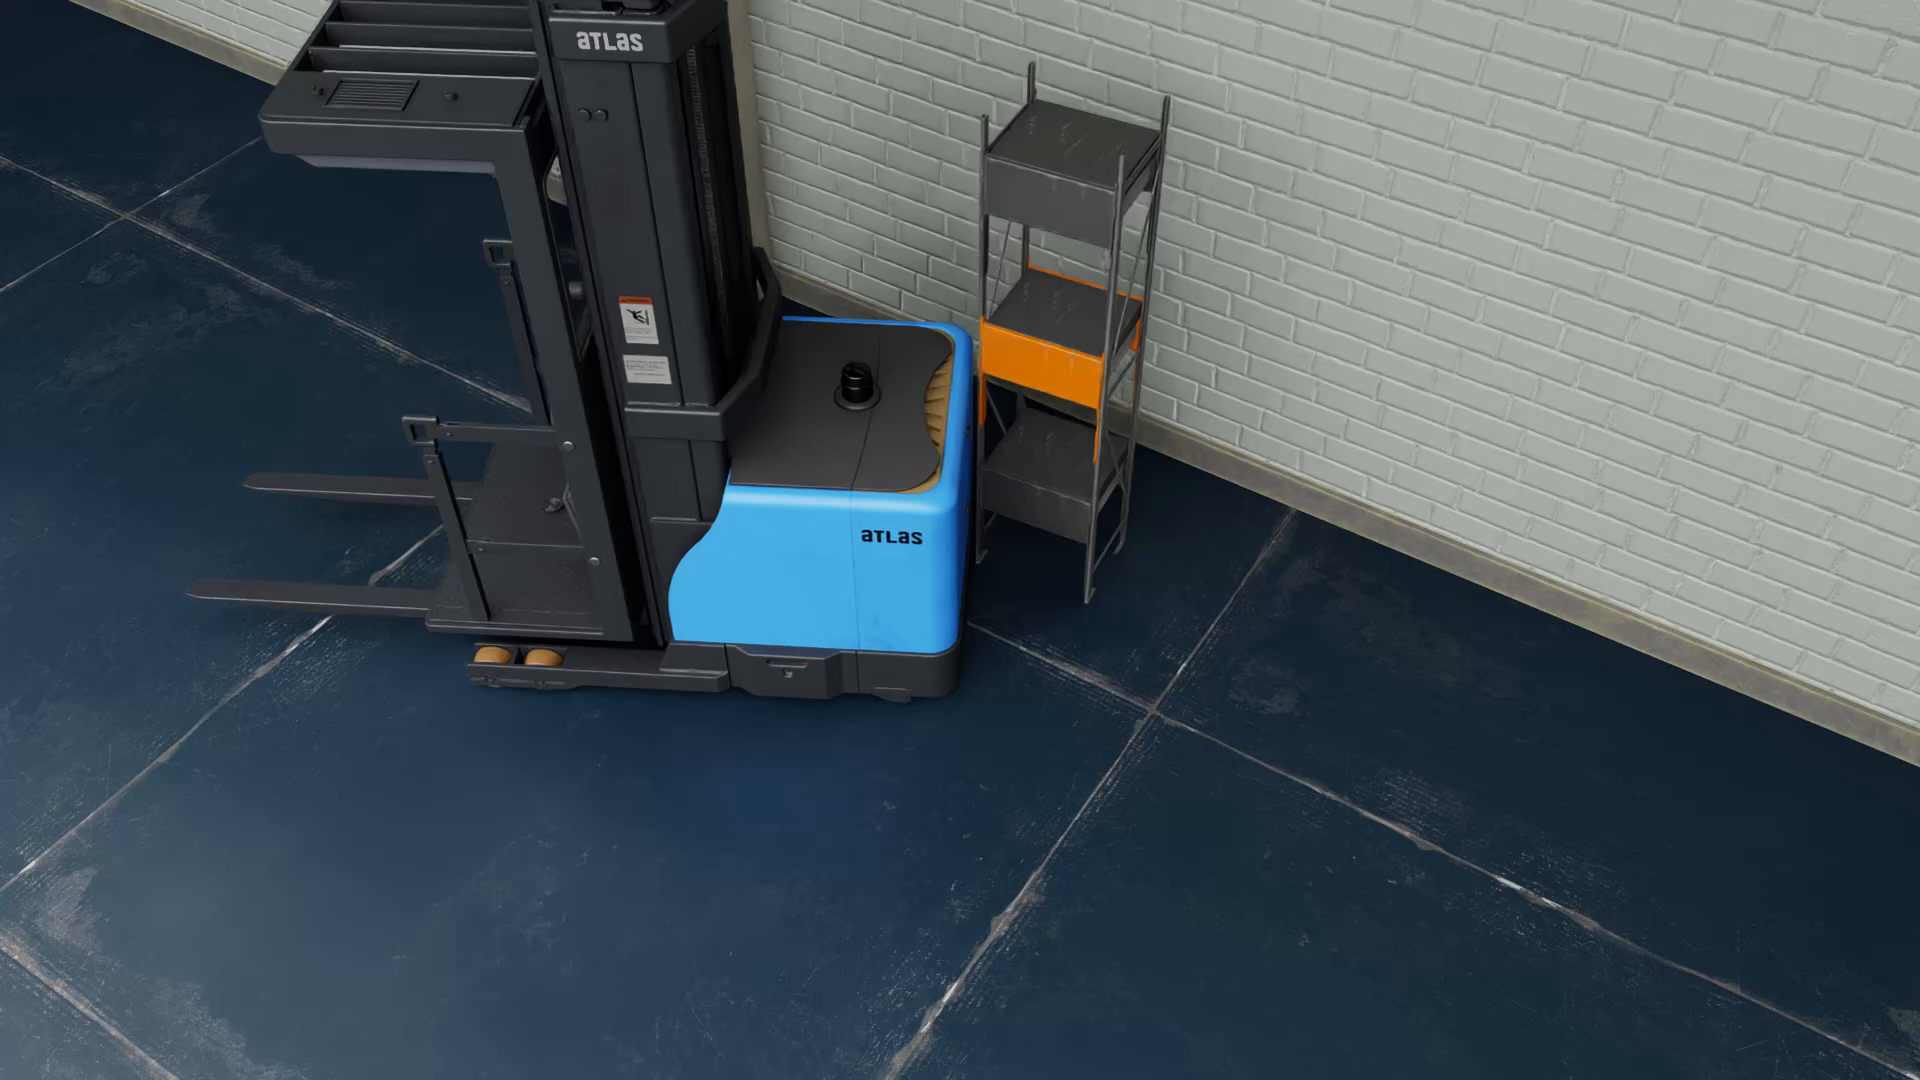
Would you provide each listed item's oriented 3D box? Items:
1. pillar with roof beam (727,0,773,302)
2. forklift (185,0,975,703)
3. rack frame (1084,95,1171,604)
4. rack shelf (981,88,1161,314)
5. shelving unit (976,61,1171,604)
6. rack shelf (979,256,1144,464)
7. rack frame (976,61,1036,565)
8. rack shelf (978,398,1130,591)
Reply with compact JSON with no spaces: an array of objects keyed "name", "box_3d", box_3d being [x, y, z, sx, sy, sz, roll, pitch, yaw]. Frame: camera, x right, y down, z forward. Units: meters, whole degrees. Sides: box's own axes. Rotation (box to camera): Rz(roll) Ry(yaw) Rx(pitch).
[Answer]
[{"name":"pillar with roof beam","box_3d":[-3.478,-1.762,2.410,0.400,9.000,9.100,25,51,22]},{"name":"forklift","box_3d":[-1.478,-0.821,5.726,3.031,2.935,1.130,3,46,3]},{"name":"rack frame","box_3d":[0.597,-0.602,6.093,0.015,2.100,0.400,20,49,18]},{"name":"rack shelf","box_3d":[0.379,-1.158,5.676,0.480,0.518,0.431,20,49,18]},{"name":"shelving unit","box_3d":[0.379,-0.680,6.169,0.503,2.100,0.431,20,49,18]},{"name":"rack shelf","box_3d":[0.379,-0.671,6.178,0.480,0.518,0.431,20,49,18]},{"name":"rack frame","box_3d":[0.161,-0.758,6.245,0.015,2.100,0.400,20,49,18]},{"name":"rack shelf","box_3d":[0.379,-0.183,6.680,0.480,0.518,0.431,20,49,18]}]
